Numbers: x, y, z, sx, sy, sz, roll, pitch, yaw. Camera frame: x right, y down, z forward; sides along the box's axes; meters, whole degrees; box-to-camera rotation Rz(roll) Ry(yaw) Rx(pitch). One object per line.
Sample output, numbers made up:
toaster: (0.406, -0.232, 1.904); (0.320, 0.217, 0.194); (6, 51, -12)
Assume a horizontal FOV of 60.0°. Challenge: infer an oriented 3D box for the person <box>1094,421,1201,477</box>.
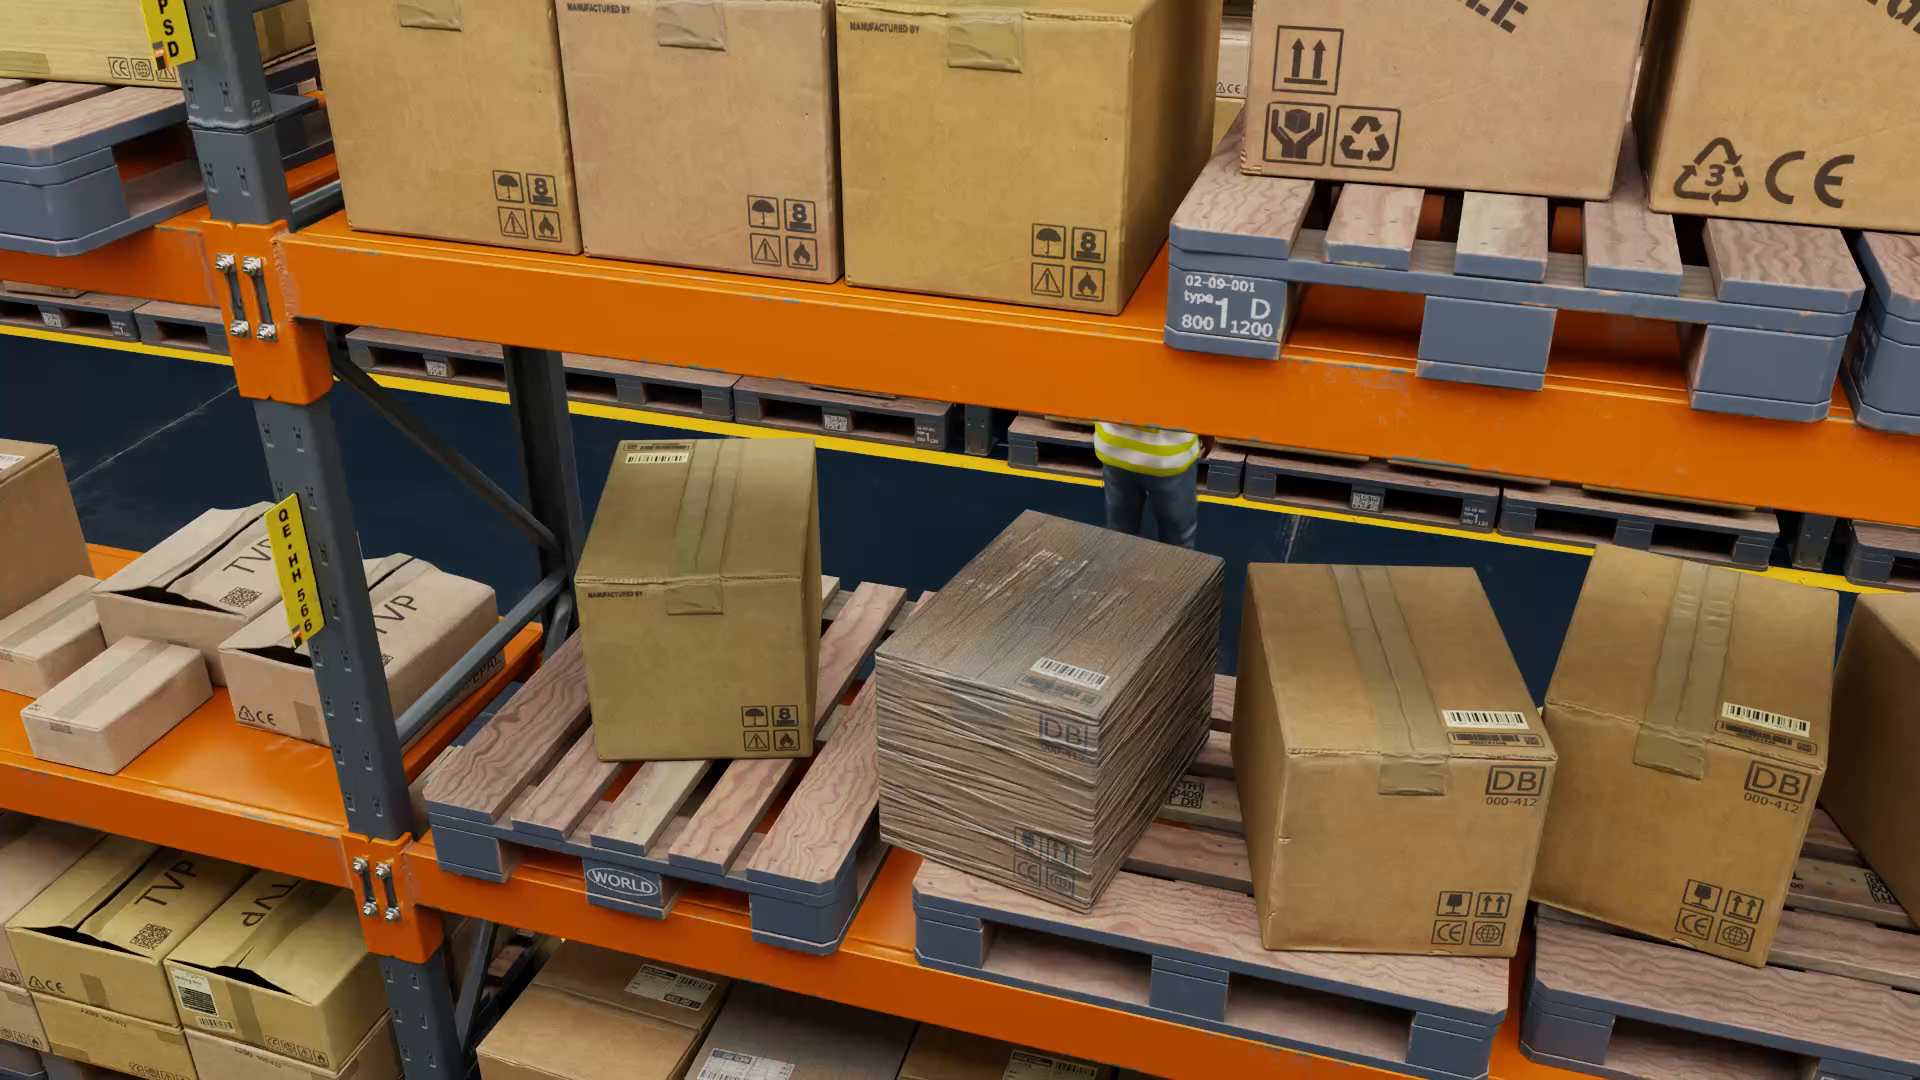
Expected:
person: (-6.186, 2.413, 0.282); (6.553, 3.194, 19.361); (14, 32, 23)
